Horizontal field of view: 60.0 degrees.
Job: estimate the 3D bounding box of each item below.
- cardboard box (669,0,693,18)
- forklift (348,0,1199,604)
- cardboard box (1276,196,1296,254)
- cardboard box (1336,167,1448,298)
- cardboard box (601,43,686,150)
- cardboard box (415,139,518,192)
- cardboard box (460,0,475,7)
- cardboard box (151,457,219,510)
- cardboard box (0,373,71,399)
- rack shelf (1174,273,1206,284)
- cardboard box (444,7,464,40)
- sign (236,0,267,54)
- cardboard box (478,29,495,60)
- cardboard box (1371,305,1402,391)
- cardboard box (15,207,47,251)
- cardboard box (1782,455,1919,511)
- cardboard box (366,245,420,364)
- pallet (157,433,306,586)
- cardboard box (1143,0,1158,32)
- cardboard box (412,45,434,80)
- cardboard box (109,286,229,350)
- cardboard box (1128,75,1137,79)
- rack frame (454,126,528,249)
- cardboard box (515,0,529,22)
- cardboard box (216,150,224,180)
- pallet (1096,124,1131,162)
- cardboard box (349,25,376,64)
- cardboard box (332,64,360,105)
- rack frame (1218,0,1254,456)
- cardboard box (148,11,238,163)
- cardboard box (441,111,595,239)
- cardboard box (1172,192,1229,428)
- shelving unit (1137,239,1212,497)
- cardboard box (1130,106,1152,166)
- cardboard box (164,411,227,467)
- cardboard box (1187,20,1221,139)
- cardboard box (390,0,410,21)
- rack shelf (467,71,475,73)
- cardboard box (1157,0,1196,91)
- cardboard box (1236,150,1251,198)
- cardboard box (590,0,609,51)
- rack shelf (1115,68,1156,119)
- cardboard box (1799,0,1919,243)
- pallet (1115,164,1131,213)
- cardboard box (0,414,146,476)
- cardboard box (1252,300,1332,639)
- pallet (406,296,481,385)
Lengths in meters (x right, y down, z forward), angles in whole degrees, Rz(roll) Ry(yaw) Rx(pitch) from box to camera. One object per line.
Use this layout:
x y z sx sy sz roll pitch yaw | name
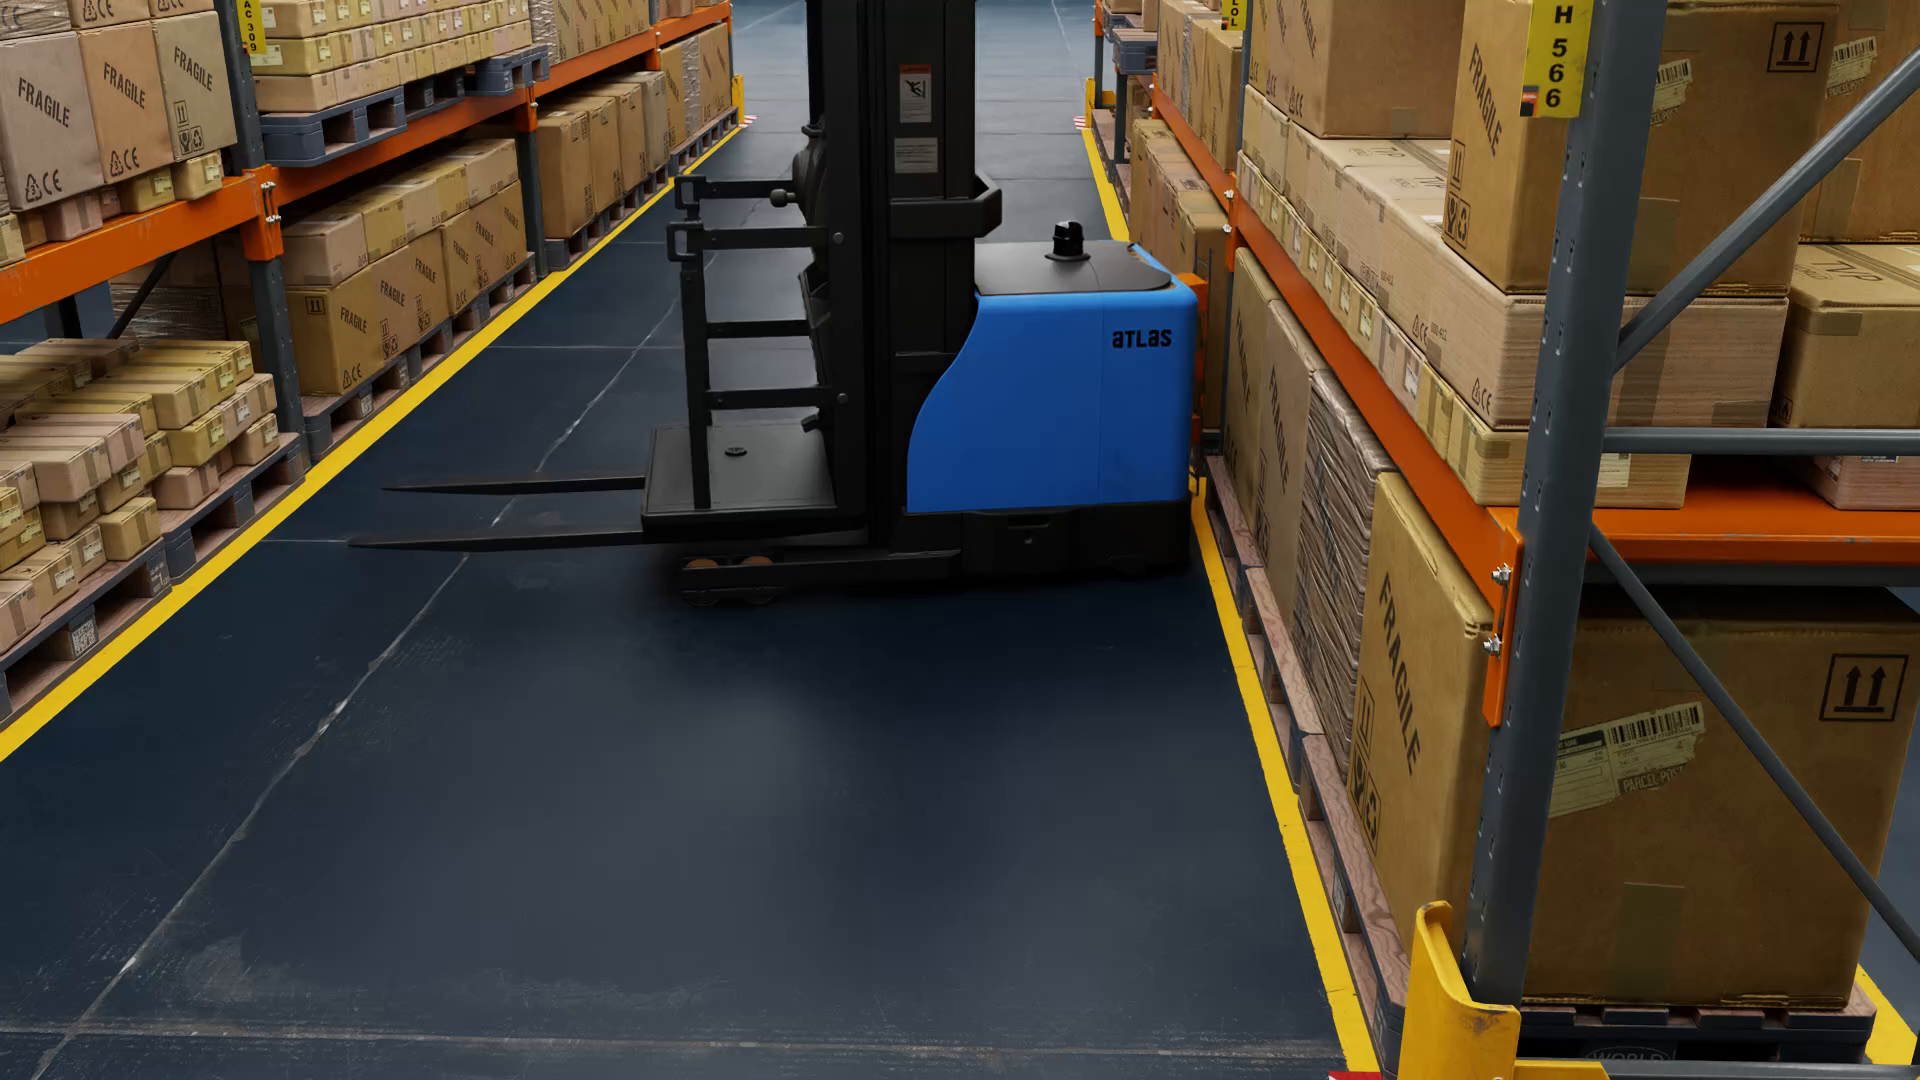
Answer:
-2.989 -5.183 15.533 0.875 0.550 0.550 1 21 2 | cardboard box
-0.704 -1.333 5.912 3.031 2.935 1.130 -3 21 -7 | forklift
1.224 -1.005 5.319 0.380 0.149 0.250 0 21 1 | cardboard box
1.254 -0.771 4.165 0.500 0.250 0.500 0 21 0 | cardboard box
-3.027 -4.018 15.095 0.875 0.875 0.875 1 21 2 | cardboard box
-2.997 -2.270 10.071 0.500 0.250 0.500 0 21 0 | cardboard box
-2.830 -2.945 8.916 0.380 0.149 0.250 1 21 2 | cardboard box
-3.066 -0.226 6.325 0.380 0.149 0.250 0 21 0 | cardboard box
-3.603 -0.525 6.273 0.380 0.149 0.250 0 21 1 | cardboard box
0.863 -1.017 6.753 0.229 0.087 0.184 -4 22 -9 | rack shelf
-2.835 -2.708 8.716 0.380 0.149 0.250 1 21 3 | cardboard box
-2.817 -2.094 6.583 0.100 0.325 0.005 1 21 2 | sign
-2.822 -2.763 9.269 0.380 0.149 0.250 0 21 1 | cardboard box
1.178 -0.447 3.882 0.380 0.149 0.250 1 21 3 | cardboard box
-3.173 -0.998 5.301 0.380 0.149 0.250 0 21 1 | cardboard box
1.814 -0.164 3.153 0.380 0.149 0.250 1 21 2 | cardboard box
-3.058 -1.180 8.298 0.500 0.500 0.500 2 21 4 | cardboard box
-3.345 -0.151 6.626 1.003 0.211 1.213 1 21 2 | pallet
1.610 -3.690 11.174 0.700 0.500 0.500 4 22 10 | cardboard box
-2.854 -2.382 8.289 0.380 0.149 0.250 0 21 1 | cardboard box
-3.589 -0.995 7.821 0.500 0.500 0.500 0 21 1 | cardboard box
1.902 -4.304 16.349 0.500 0.500 0.500 3 21 7 | cardboard box
-3.235 -3.140 10.475 0.949 2.616 0.053 1 21 2 | rack frame
-2.798 -3.174 9.918 0.380 0.149 0.250 1 21 3 | cardboard box
-3.135 -1.471 6.521 0.380 0.149 0.250 0 21 1 | cardboard box
1.857 -3.881 16.239 1.003 0.211 1.213 1 21 2 | pallet
-2.875 -2.236 7.500 0.380 0.149 0.250 1 21 3 | cardboard box
-2.886 -2.010 7.330 0.380 0.149 0.250 1 21 2 | cardboard box
1.595 -1.603 6.513 1.000 3.000 0.127 1 21 2 | rack frame
-3.092 -1.701 6.217 0.500 0.500 0.500 1 21 2 | cardboard box
-3.130 -2.506 11.371 1.050 0.750 0.750 0 21 1 | cardboard box
1.594 -1.040 7.419 1.225 0.875 0.875 1 21 2 | cardboard box
0.863 -0.698 6.877 0.252 1.050 0.215 -4 22 -9 | shelving unit
1.798 -3.313 13.769 0.700 0.500 0.500 -1 21 -3 | cardboard box
-3.038 -0.387 6.329 0.380 0.149 0.250 0 21 0 | cardboard box
1.367 -2.189 7.887 0.500 0.500 0.500 0 21 1 | cardboard box
-2.858 -2.564 7.934 0.380 0.149 0.250 0 21 1 | cardboard box
-3.177 -3.619 12.434 0.919 0.124 3.809 1 21 2 | rack shelf
1.430 -2.923 9.777 0.500 0.500 0.500 1 21 3 | cardboard box
1.253 -1.382 6.292 0.380 0.149 0.250 1 21 2 | cardboard box
-2.909 -3.893 12.276 0.500 0.500 0.500 0 21 1 | cardboard box
1.777 -3.437 12.234 1.077 0.370 4.000 1 21 2 | rack shelf
1.773 -0.926 3.529 0.500 0.500 0.500 0 21 0 | cardboard box
1.816 -2.914 13.747 1.003 0.211 1.213 1 21 2 | pallet
-3.081 -0.332 5.775 0.380 0.149 0.250 0 21 -1 | cardboard box
1.467 -0.245 5.370 0.875 0.875 0.875 1 21 2 | cardboard box
-3.303 -1.118 9.118 1.003 0.211 1.213 1 21 2 | pallet
